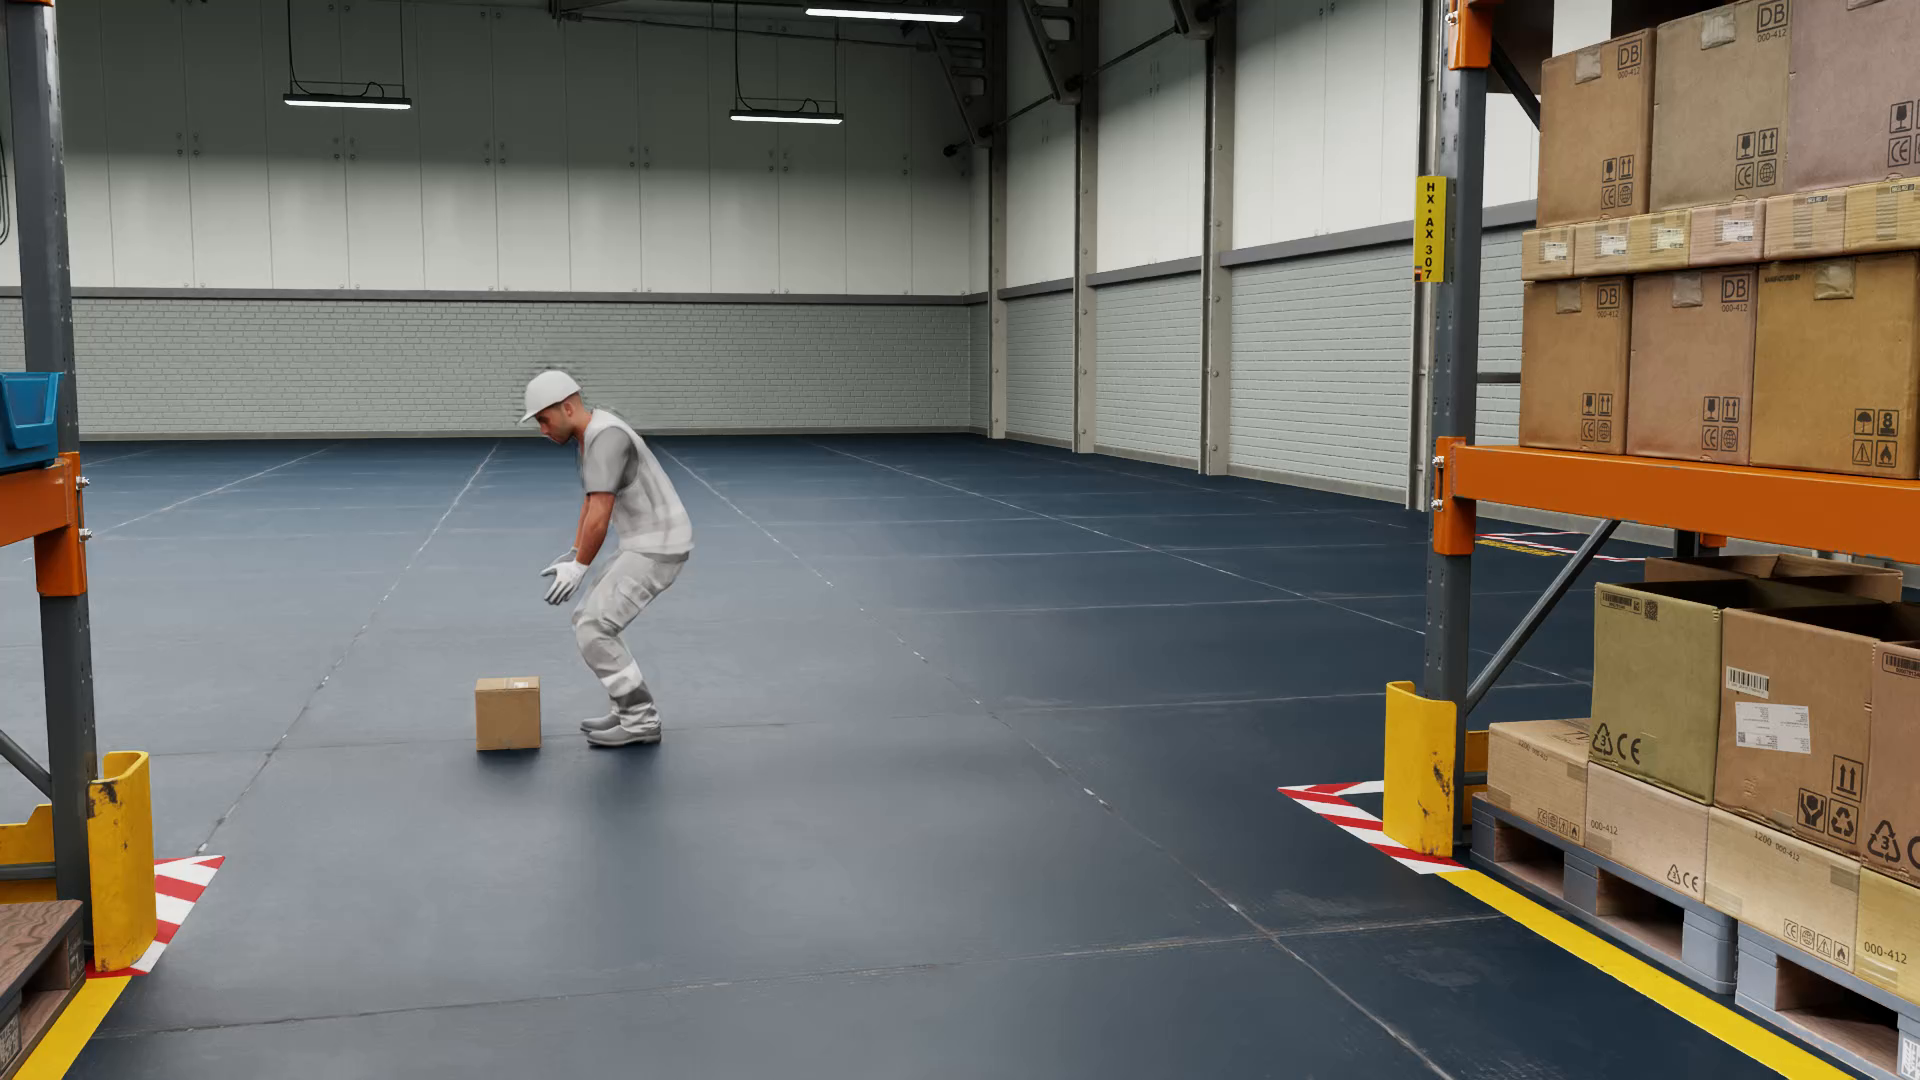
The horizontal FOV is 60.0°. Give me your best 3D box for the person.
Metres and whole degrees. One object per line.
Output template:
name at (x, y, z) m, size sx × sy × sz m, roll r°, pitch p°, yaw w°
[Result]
person at (-1.440, 0.073, 6.836) m, size 0.690 × 1.528 × 0.579 m, roll -1°, pitch 6°, yaw -13°
